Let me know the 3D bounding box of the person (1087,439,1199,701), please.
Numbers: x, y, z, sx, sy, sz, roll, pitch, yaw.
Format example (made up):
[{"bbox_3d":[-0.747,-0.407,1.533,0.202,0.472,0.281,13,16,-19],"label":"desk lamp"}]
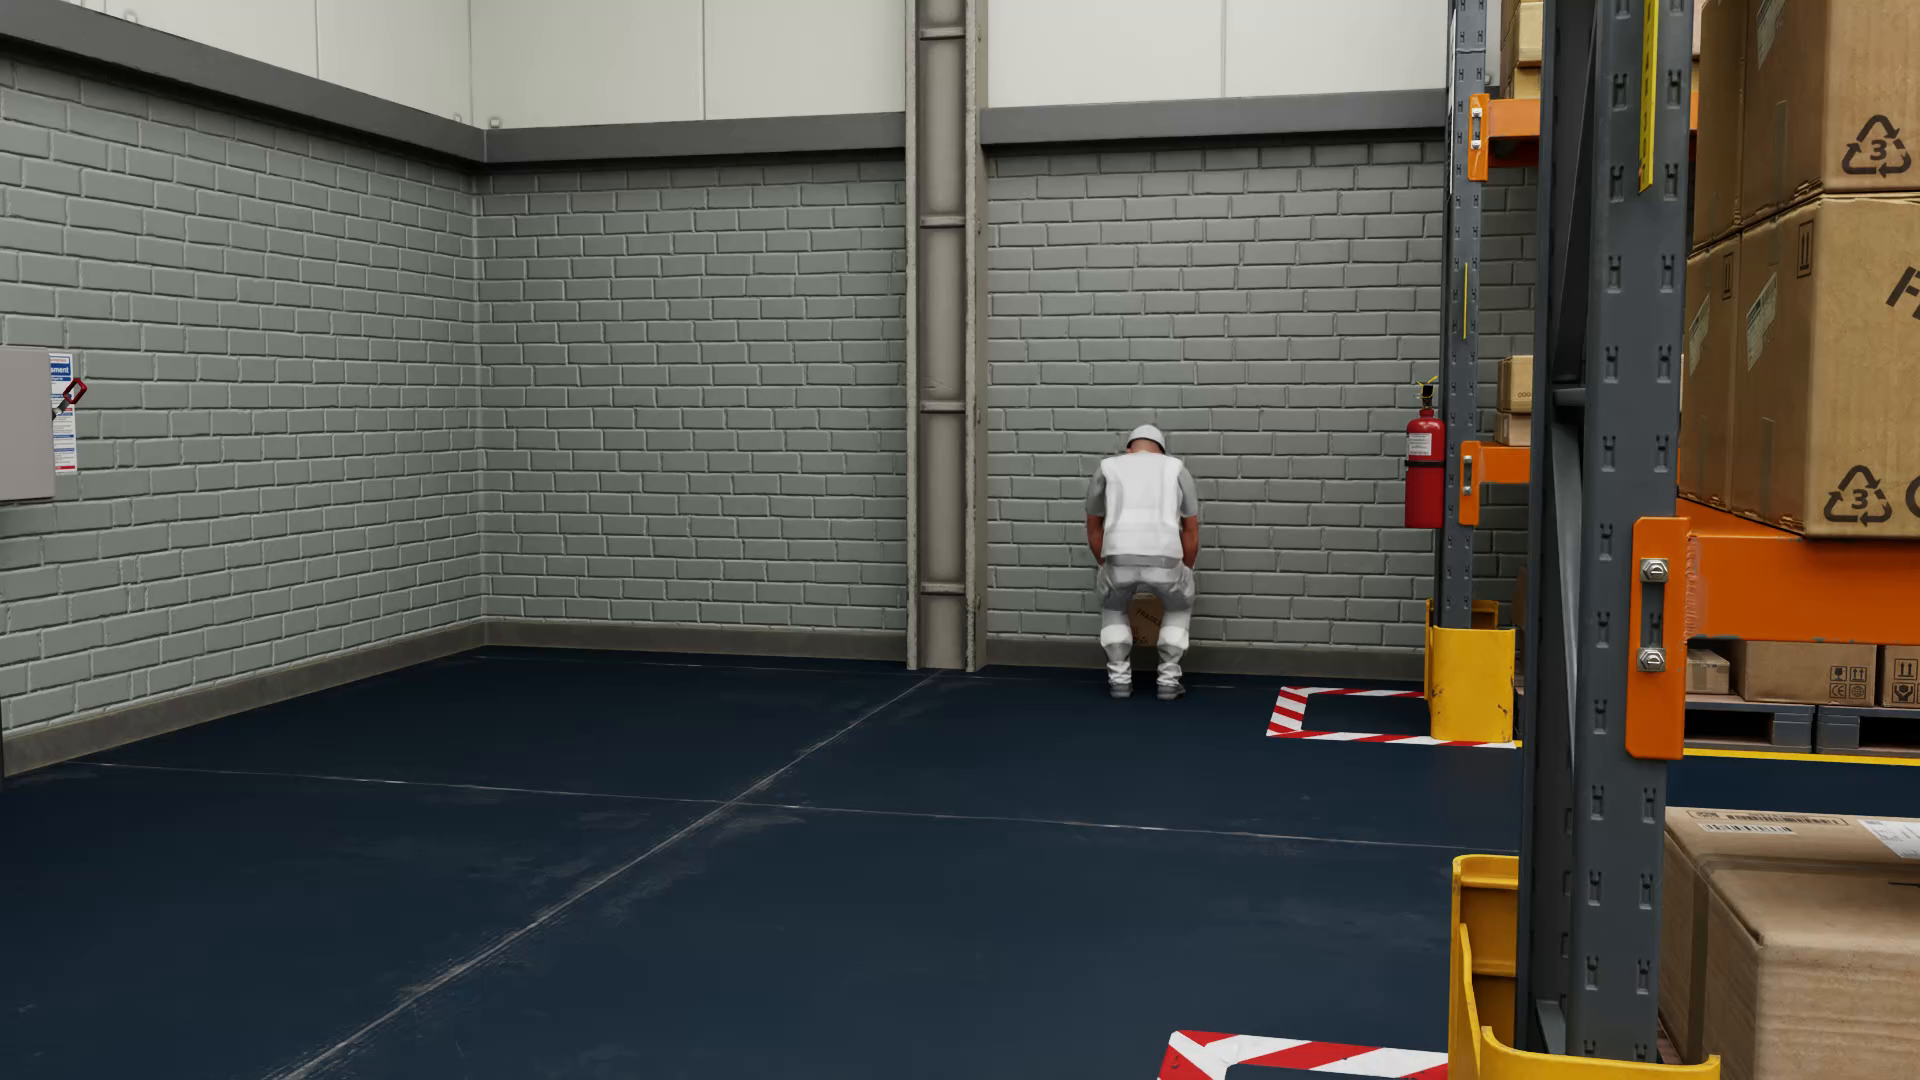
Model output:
[{"bbox_3d":[0.916,0.130,8.520,0.581,1.331,0.727,1,5,14],"label":"person"}]
